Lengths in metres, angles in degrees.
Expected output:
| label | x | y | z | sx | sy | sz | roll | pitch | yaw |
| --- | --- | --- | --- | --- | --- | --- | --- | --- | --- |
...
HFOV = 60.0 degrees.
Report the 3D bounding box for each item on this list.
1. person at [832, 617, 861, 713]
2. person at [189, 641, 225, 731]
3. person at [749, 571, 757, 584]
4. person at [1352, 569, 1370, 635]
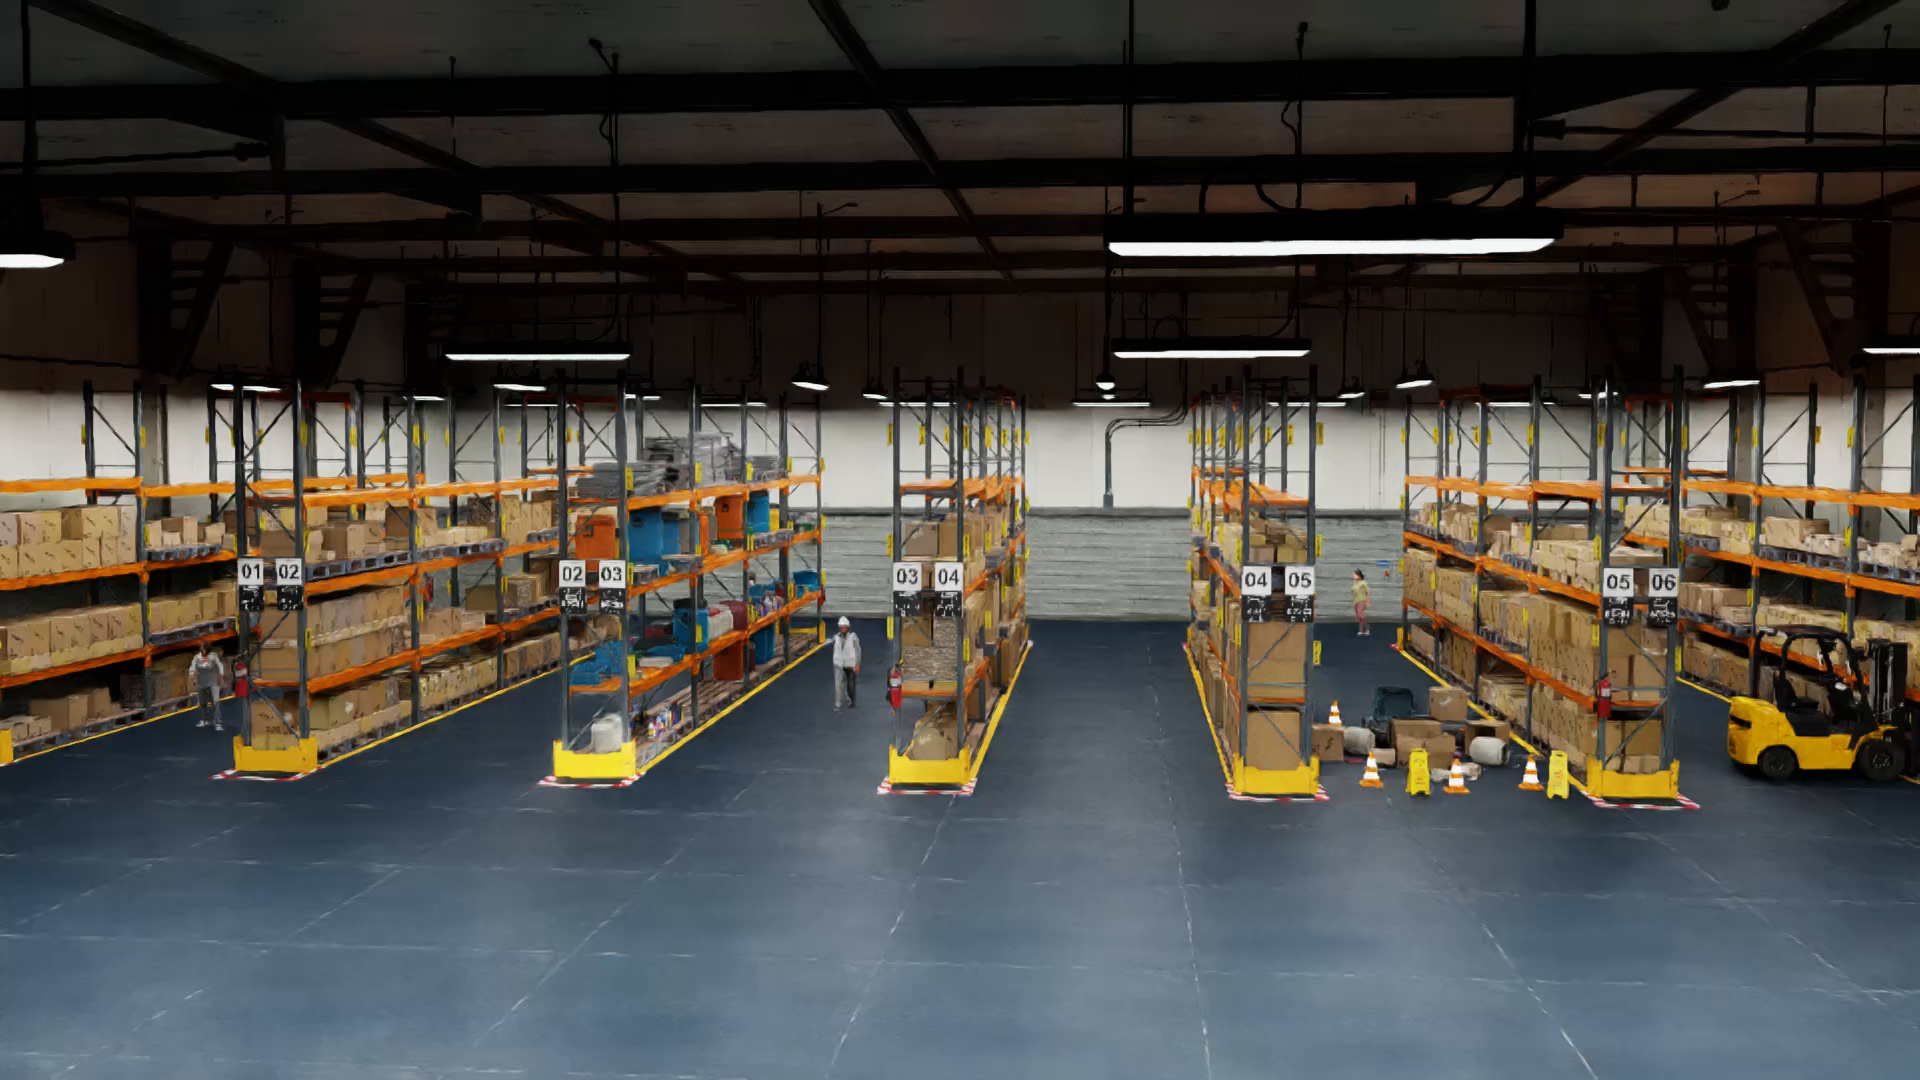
| label | x | y | z | sx | sy | sz | roll | pitch | yaw |
| --- | --- | --- | --- | --- | --- | --- | --- | --- | --- |
| person | -2.071 | 2.257 | 30.337 | 0.555 | 1.725 | 1.029 | 0 | 4 | 4 |
| person | -12.837 | 2.461 | 28.396 | 0.561 | 1.525 | 0.788 | -1 | 4 | -13 |
| person | -5.165 | 1.599 | 41.144 | 0.376 | 1.678 | 0.492 | 0 | 4 | -5 |
| person | 10.080 | 1.565 | 41.821 | 0.441 | 1.665 | 0.559 | -2 | 4 | -32 |
